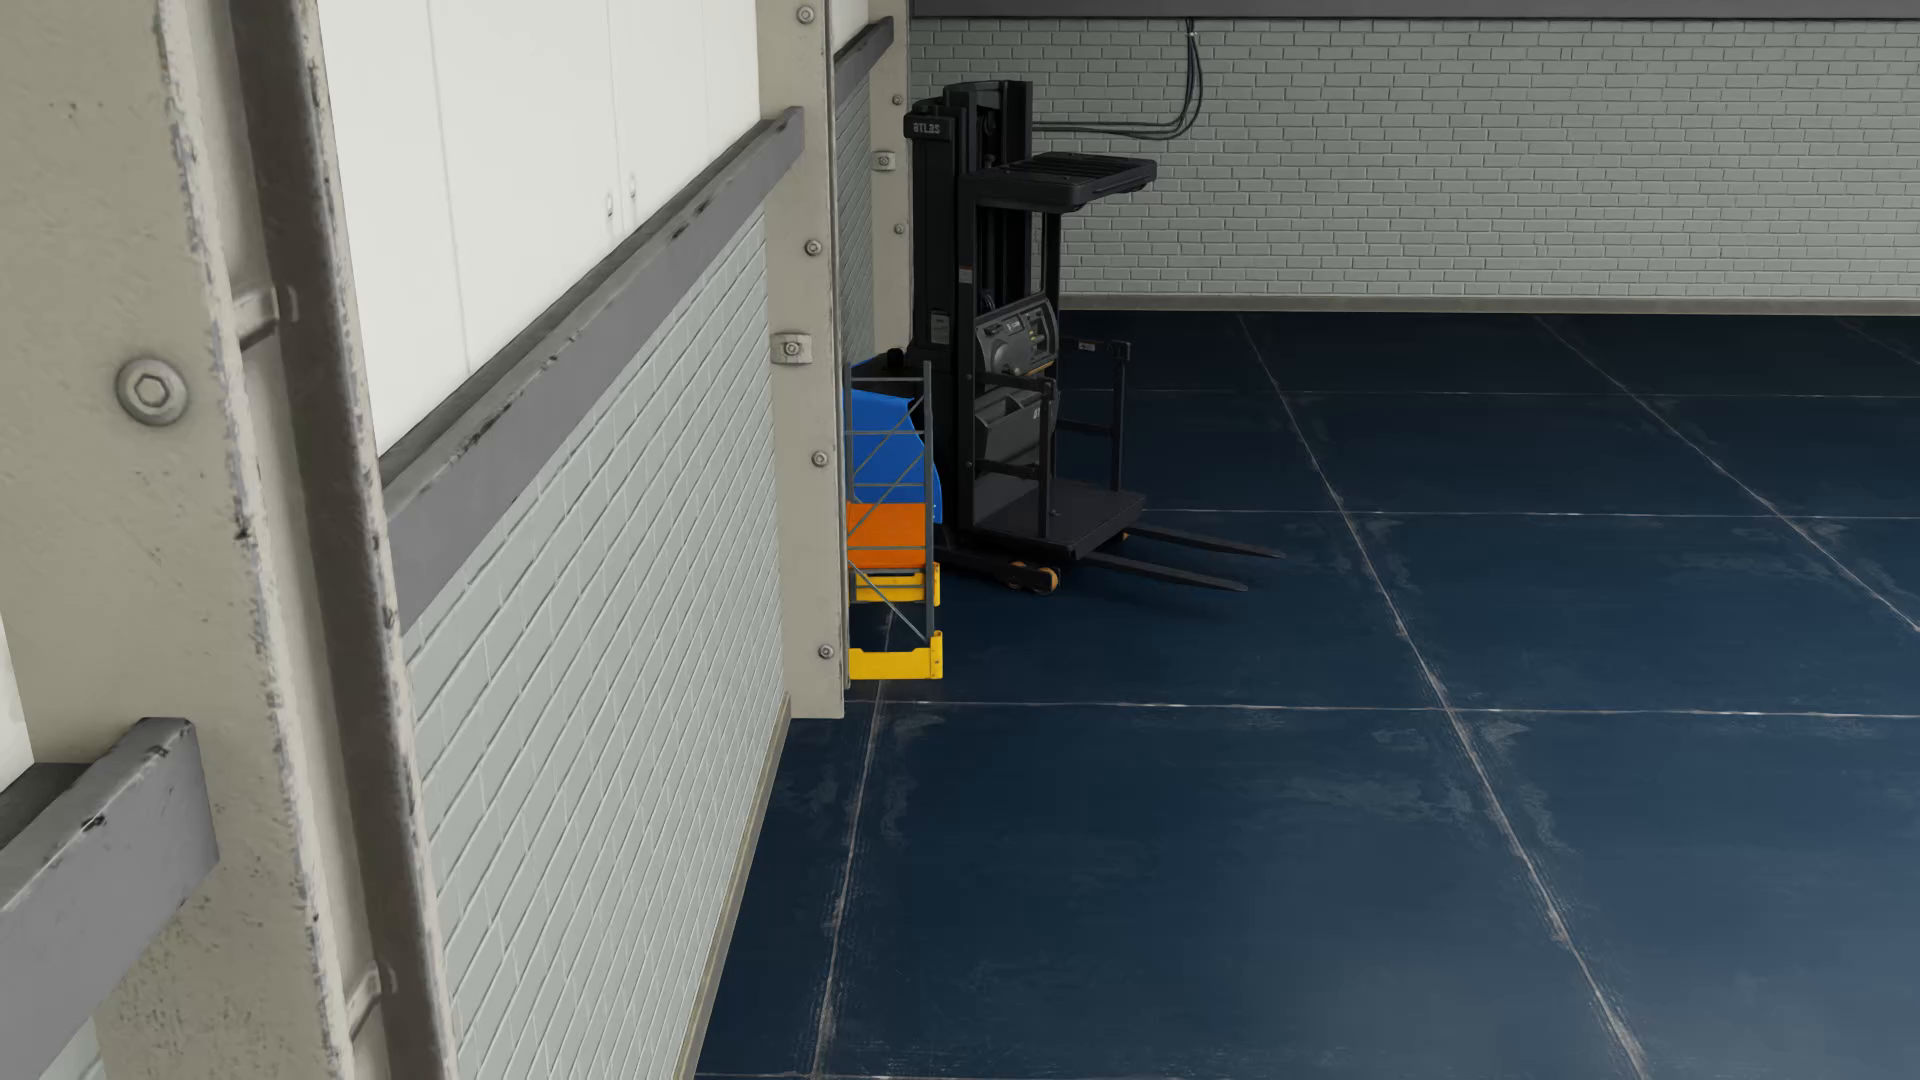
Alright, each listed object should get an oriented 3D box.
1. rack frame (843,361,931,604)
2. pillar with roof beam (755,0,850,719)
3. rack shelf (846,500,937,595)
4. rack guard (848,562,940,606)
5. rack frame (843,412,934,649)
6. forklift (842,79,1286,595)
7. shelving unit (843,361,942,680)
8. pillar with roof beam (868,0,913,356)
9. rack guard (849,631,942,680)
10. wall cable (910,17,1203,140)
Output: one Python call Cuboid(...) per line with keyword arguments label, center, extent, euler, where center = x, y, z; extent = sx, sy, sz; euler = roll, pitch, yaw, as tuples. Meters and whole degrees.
Cuboid(label="rack frame", center=(-0.416, -0.322, 9.785), extent=(0.500, 1.500, 0.032), euler=(-1, 21, -1))
Cuboid(label="pillar with roof beam", center=(3.548, -3.294, 7.079), extent=(9.100, 9.000, 0.400), euler=(1, 21, 2))
Cuboid(label="rack shelf", center=(-0.404, 0.030, 9.376), extent=(0.538, 0.185, 1.000), euler=(-1, 21, -1))
Cuboid(label="rack guard", center=(-0.416, 0.268, 9.992), extent=(0.587, 0.250, 0.087), euler=(-1, 21, -1))
Cuboid(label="rack frame", center=(-0.391, 0.046, 8.837), extent=(0.500, 1.500, 0.032), euler=(-1, 21, -1))
Cuboid(label="forklift", center=(0.533, -1.250, 10.198), extent=(3.031, 2.935, 1.130), euler=(12, 24, 29))
Cuboid(label="shelving unit", center=(-0.404, -0.135, 9.302), extent=(0.587, 1.500, 1.083), euler=(-1, 21, -1))
Cuboid(label="pillar with roof beam", center=(3.730, -5.463, 12.670), extent=(9.100, 9.000, 0.400), euler=(1, 21, 2))
Cuboid(label="rack guard", center=(-0.391, 0.628, 9.064), extent=(0.587, 0.250, 0.087), euler=(-1, 21, -1))
Cuboid(label="wall cable", center=(0.839, -5.114, 16.061), extent=(3.097, 2.526, 0.112), euler=(1, 21, 2))
